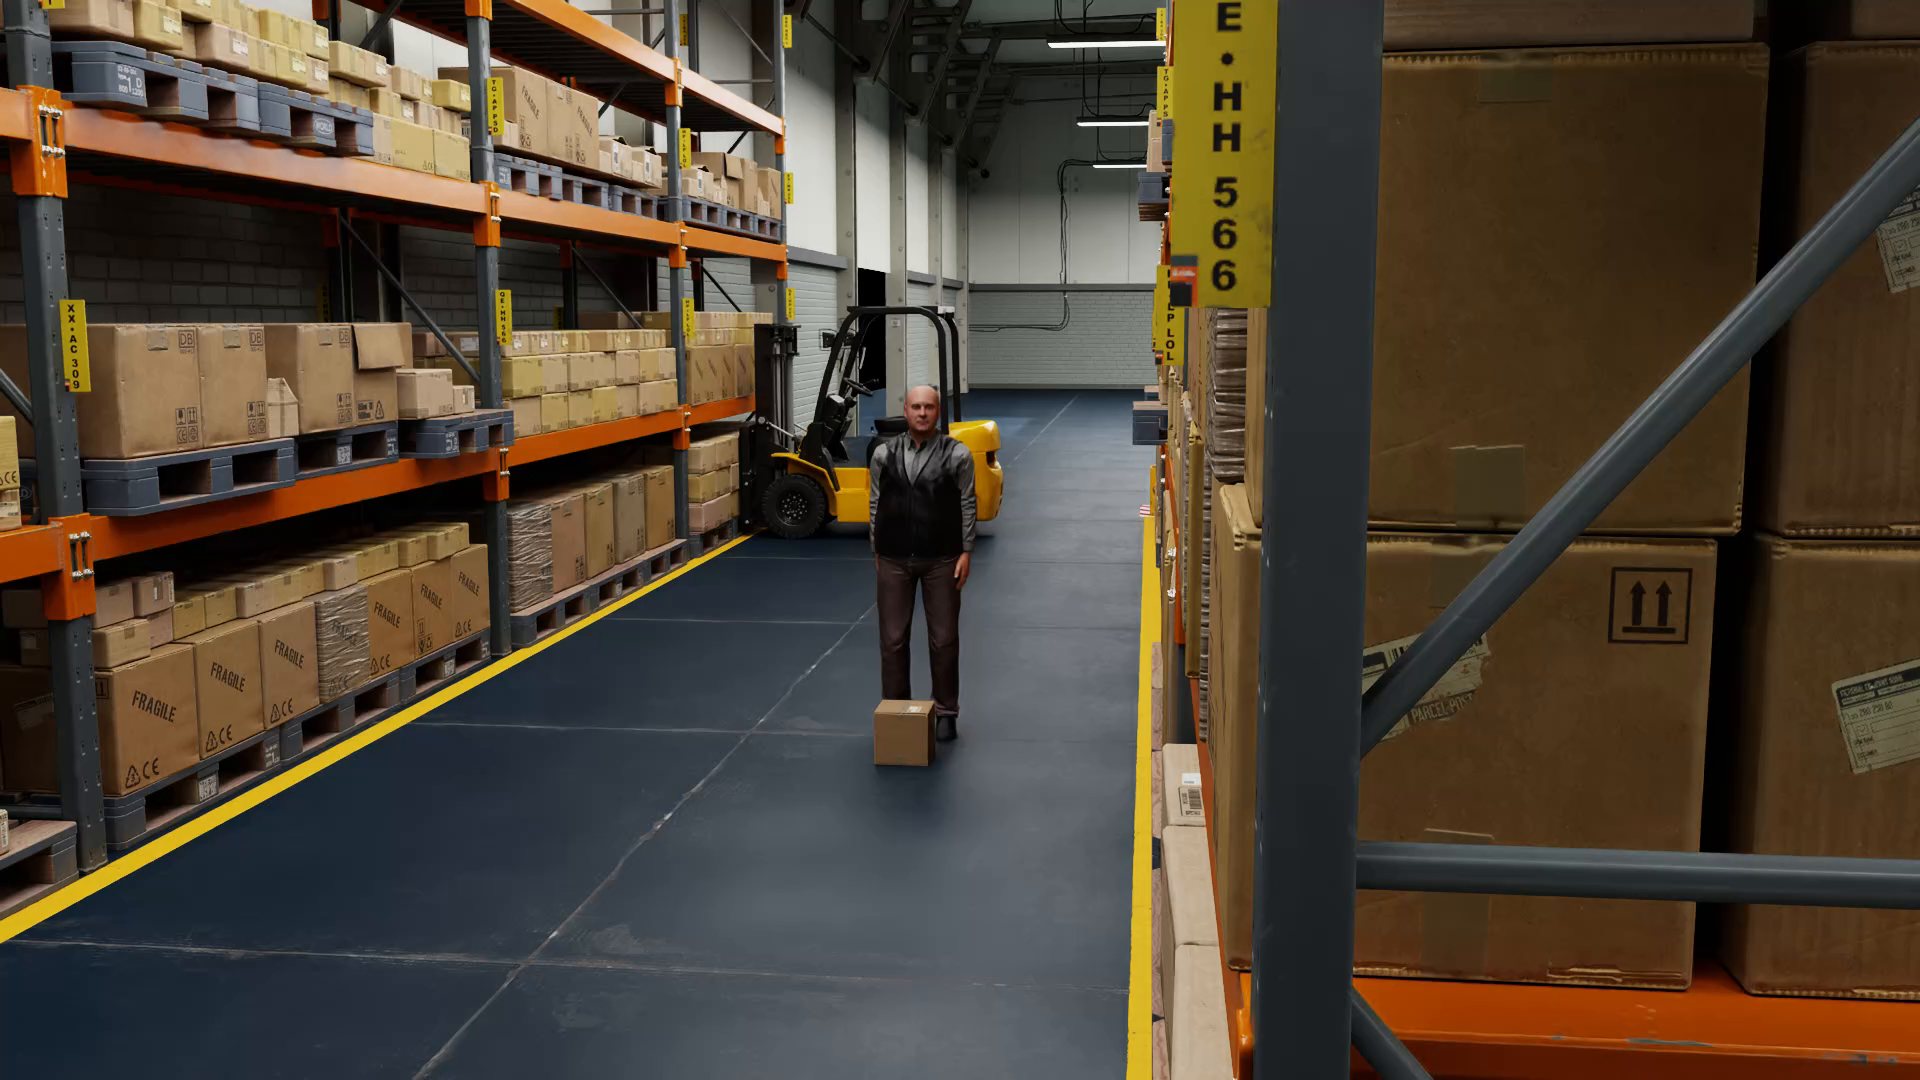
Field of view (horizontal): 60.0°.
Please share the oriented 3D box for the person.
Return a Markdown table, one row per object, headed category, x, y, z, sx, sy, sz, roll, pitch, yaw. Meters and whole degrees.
| category | x | y | z | sx | sy | sz | roll | pitch | yaw |
| --- | --- | --- | --- | --- | --- | --- | --- | --- | --- |
| person | -0.184 | 0.115 | 8.094 | 0.531 | 1.732 | 0.359 | 1 | 8 | 8 |
